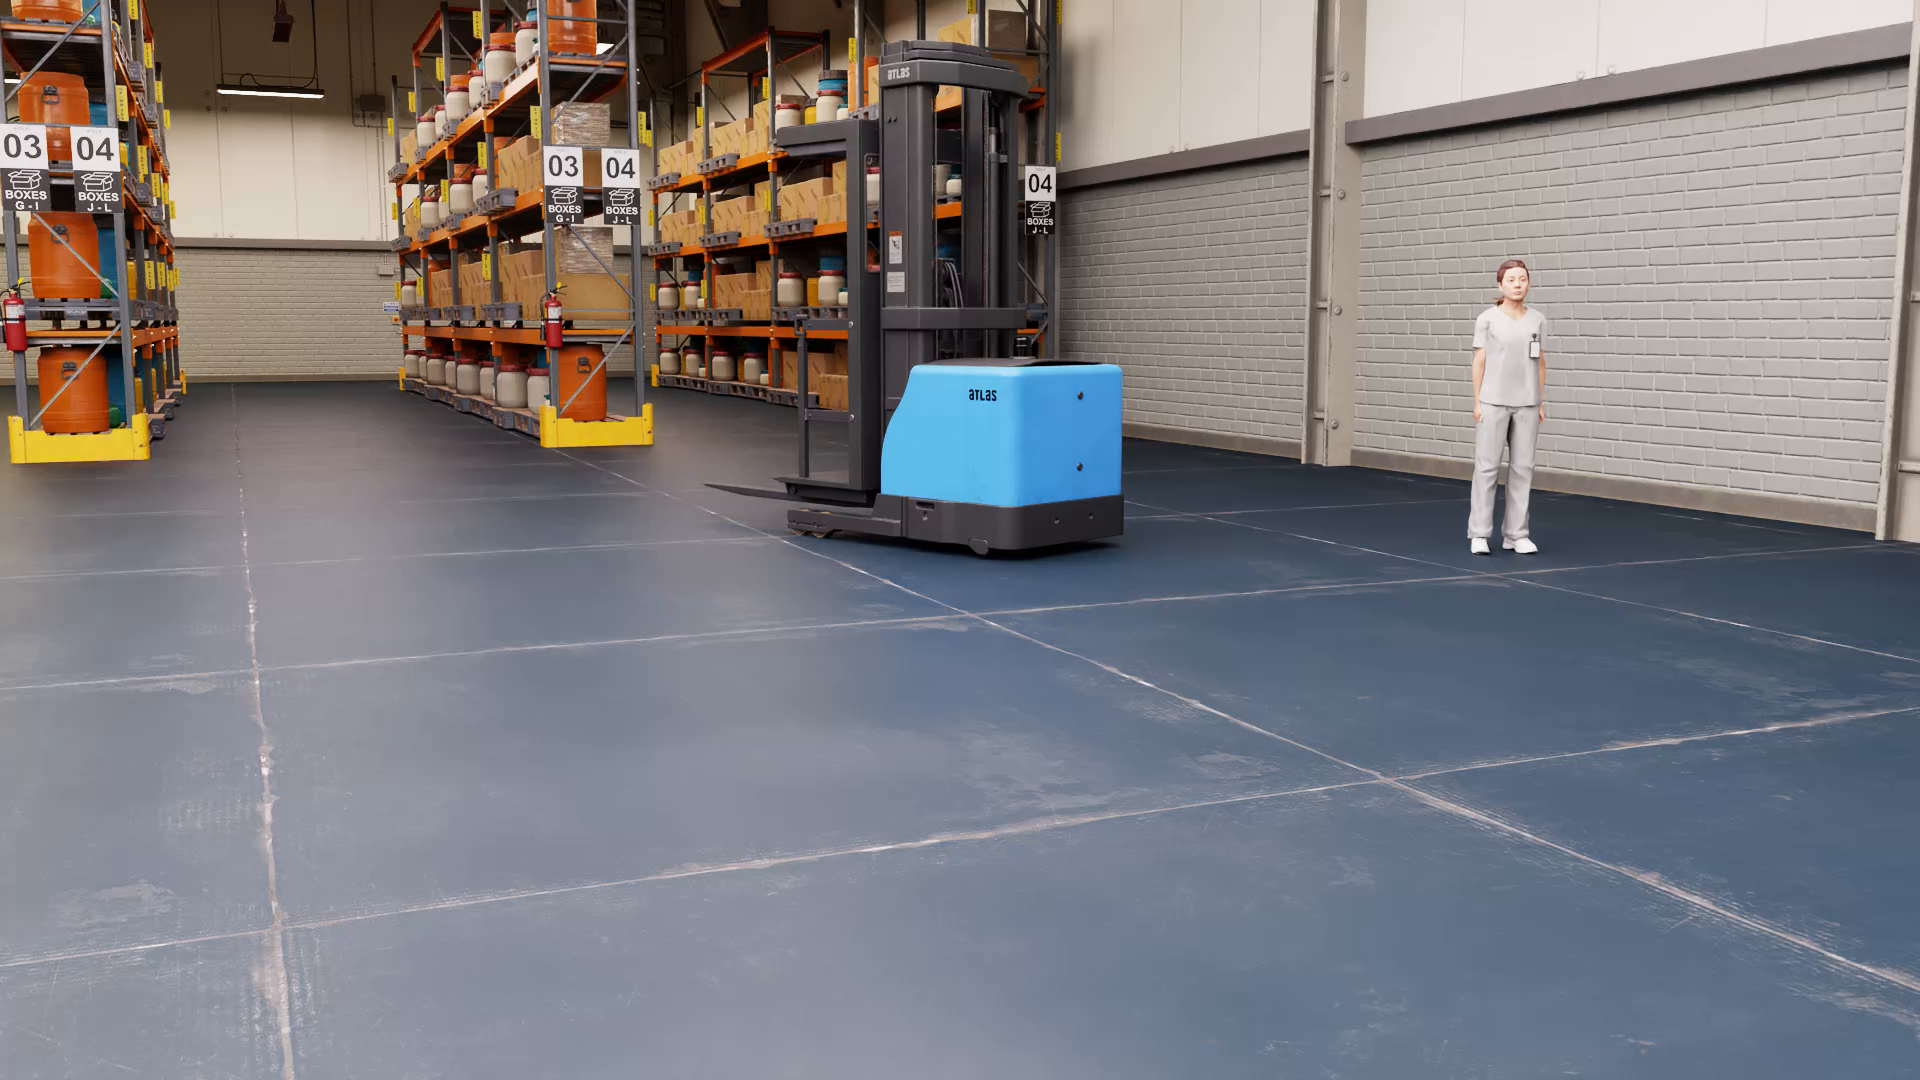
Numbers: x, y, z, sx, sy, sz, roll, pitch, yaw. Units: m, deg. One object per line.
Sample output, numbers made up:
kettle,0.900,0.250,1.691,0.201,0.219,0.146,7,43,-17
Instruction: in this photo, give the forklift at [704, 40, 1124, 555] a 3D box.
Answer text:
forklift,-0.436,-1.509,10.383,3.031,2.935,1.130,7,10,44

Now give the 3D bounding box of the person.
person,3.158,-0.753,9.551,0.434,1.651,0.363,0,8,-1
